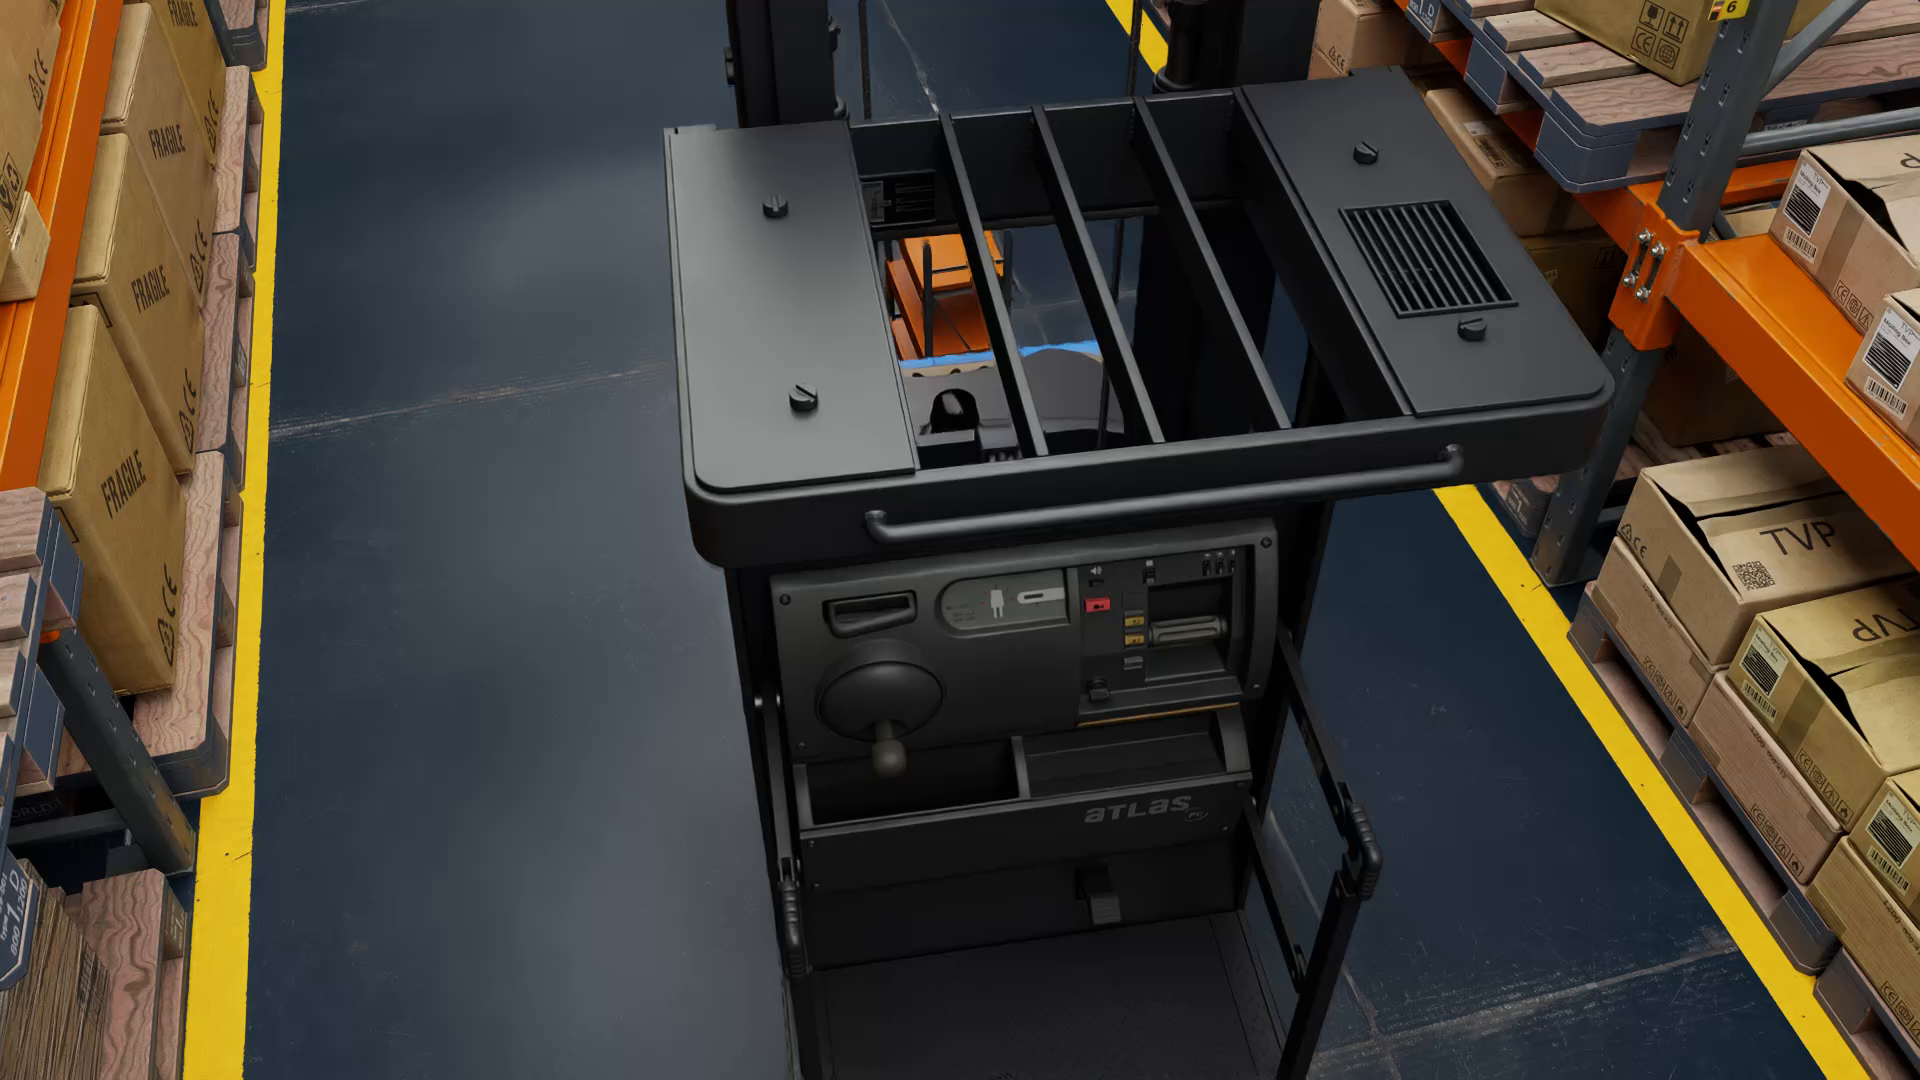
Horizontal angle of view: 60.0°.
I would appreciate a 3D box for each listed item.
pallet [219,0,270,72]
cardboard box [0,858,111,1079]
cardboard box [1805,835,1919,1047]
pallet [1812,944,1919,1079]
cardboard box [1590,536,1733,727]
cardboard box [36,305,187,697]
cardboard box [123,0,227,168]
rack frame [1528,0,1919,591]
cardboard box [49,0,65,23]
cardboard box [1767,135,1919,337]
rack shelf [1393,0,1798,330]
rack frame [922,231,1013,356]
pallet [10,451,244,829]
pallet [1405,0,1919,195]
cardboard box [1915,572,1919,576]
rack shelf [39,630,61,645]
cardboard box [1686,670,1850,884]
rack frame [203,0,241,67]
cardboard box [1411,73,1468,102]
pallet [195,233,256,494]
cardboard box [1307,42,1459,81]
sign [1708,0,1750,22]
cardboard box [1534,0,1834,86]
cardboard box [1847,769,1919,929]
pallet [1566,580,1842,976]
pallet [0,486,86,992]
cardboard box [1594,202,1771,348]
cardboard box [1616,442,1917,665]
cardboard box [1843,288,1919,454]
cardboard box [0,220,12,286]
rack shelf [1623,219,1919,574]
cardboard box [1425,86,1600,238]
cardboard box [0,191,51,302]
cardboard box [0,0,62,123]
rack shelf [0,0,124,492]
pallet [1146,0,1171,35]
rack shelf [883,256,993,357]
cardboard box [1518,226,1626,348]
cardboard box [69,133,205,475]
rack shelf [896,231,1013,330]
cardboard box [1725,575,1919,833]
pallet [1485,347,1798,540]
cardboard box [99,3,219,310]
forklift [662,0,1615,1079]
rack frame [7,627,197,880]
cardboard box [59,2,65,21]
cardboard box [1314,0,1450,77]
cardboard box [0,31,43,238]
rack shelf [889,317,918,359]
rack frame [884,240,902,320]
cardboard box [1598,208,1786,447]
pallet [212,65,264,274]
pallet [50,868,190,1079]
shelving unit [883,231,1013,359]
[{"bbox_3d":[-3.662,-2.446,7.499,1.003,0.211,1.213,-11,47,-10],"label":"pallet"},{"bbox_3d":[-2.284,1.087,3.526,0.700,0.500,0.500,-10,46,-10],"label":"cardboard box"},{"bbox_3d":[2.388,0.906,3.893,0.500,0.250,0.500,-12,47,-11],"label":"cardboard box"},{"bbox_3d":[2.751,1.363,3.767,1.003,0.211,1.213,-11,47,-10],"label":"pallet"},{"bbox_3d":[2.119,0.201,4.584,0.500,0.250,0.500,-11,47,-10],"label":"cardboard box"},{"bbox_3d":[-2.580,-0.047,4.407,0.750,0.750,0.750,-11,47,-11],"label":"cardboard box"},{"bbox_3d":[-3.251,-1.852,6.176,0.750,0.750,0.750,-10,46,-10],"label":"cardboard box"},{"bbox_3d":[2.269,-1.030,4.159,1.000,3.000,0.127,-11,47,-10],"label":"rack frame"},{"bbox_3d":[-2.788,-1.714,4.537,0.500,0.500,0.500,-10,46,-9],"label":"cardboard box"},{"bbox_3d":[2.320,-0.739,3.937,0.500,0.311,0.500,-8,46,-8],"label":"cardboard box"},{"bbox_3d":[1.757,-2.159,5.769,1.077,0.370,4.000,-11,47,-10],"label":"rack shelf"},{"bbox_3d":[0.020,-0.366,4.768,0.240,1.200,0.015,-11,47,-10],"label":"rack frame"},{"bbox_3d":[-2.648,0.297,4.811,1.003,0.211,1.213,-11,47,-10],"label":"pallet"},{"bbox_3d":[2.028,-1.418,4.673,1.213,0.211,1.003,-11,47,-10],"label":"pallet"},{"bbox_3d":[2.641,-0.094,4.480,0.500,0.311,0.500,-10,46,-9],"label":"cardboard box"},{"bbox_3d":[-2.007,1.511,2.172,1.077,0.370,4.000,-11,47,-10],"label":"rack shelf"},{"bbox_3d":[2.249,0.548,4.244,0.500,0.250,0.500,-12,47,-11],"label":"cardboard box"},{"bbox_3d":[-3.543,-2.883,5.975,1.000,3.000,0.127,-11,47,-10],"label":"rack frame"},{"bbox_3d":[1.670,-1.269,5.835,0.500,0.500,0.500,-12,47,-12],"label":"cardboard box"},{"bbox_3d":[-2.956,-0.544,5.635,1.003,0.211,1.213,-11,47,-10],"label":"pallet"},{"bbox_3d":[1.530,-1.630,6.189,0.500,0.500,0.500,-12,47,-12],"label":"cardboard box"},{"bbox_3d":[1.747,-1.301,3.670,0.100,0.325,0.005,-11,47,-10],"label":"sign"},{"bbox_3d":[1.999,-1.626,4.379,0.700,0.500,0.500,-26,51,-23],"label":"cardboard box"},{"bbox_3d":[2.390,0.719,3.684,0.500,0.311,0.500,-12,47,-11],"label":"cardboard box"},{"bbox_3d":[2.442,0.522,4.591,1.003,0.211,1.213,-11,47,-10],"label":"pallet"},{"bbox_3d":[-2.233,0.418,2.874,1.213,0.211,1.003,-11,47,-10],"label":"pallet"},{"bbox_3d":[2.289,-1.036,5.607,0.500,0.500,0.500,-12,47,-12],"label":"cardboard box"},{"bbox_3d":[2.119,0.005,4.384,0.500,0.311,0.500,-9,46,-9],"label":"cardboard box"},{"bbox_3d":[2.311,-0.345,3.551,0.500,0.311,0.500,-11,47,-11],"label":"cardboard box"},{"bbox_3d":[-2.396,-0.649,3.494,0.500,0.500,0.500,-9,46,-9],"label":"cardboard box"},{"bbox_3d":[2.781,0.603,3.062,1.077,0.370,4.000,-11,47,-10],"label":"rack shelf"},{"bbox_3d":[1.784,-1.212,5.255,0.500,0.250,0.500,-9,46,-9],"label":"cardboard box"},{"bbox_3d":[-2.421,-0.684,3.982,0.380,0.149,0.250,-9,46,-9],"label":"cardboard box"},{"bbox_3d":[-2.647,-1.356,4.186,0.500,0.500,0.500,-11,47,-10],"label":"cardboard box"},{"bbox_3d":[-3.031,-1.250,4.879,1.077,0.370,4.000,-11,47,-10],"label":"rack shelf"},{"bbox_3d":[1.490,-2.260,7.318,1.003,0.211,1.213,-11,47,-10],"label":"pallet"},{"bbox_3d":[-0.042,-0.644,4.822,0.258,0.148,0.480,-11,47,-10],"label":"rack shelf"},{"bbox_3d":[1.803,-0.911,5.485,0.500,0.500,0.500,-9,46,-9],"label":"cardboard box"},{"bbox_3d":[-2.798,-0.653,5.001,0.750,0.750,0.750,-11,47,-11],"label":"cardboard box"},{"bbox_3d":[-0.042,-0.809,4.653,0.258,0.148,0.480,-11,47,-10],"label":"rack shelf"},{"bbox_3d":[2.262,0.366,4.030,0.500,0.311,0.500,-12,47,-11],"label":"cardboard box"},{"bbox_3d":[2.114,-0.576,5.667,1.003,0.211,1.213,-11,47,-10],"label":"pallet"},{"bbox_3d":[-3.020,-1.239,5.575,0.750,0.750,0.750,-9,46,-9],"label":"cardboard box"},{"bbox_3d":[0.165,0.295,2.908,1.130,2.935,3.031,-7,46,-6],"label":"forklift"},{"bbox_3d":[-2.519,-0.121,3.269,1.000,3.000,0.127,-11,47,-10],"label":"rack frame"},{"bbox_3d":[-2.843,-1.550,4.830,0.380,0.149,0.250,-9,46,-9],"label":"cardboard box"},{"bbox_3d":[1.518,-1.918,5.946,0.500,0.250,0.500,-12,47,-11],"label":"cardboard box"},{"bbox_3d":[-2.521,-1.013,3.850,0.500,0.500,0.500,-9,46,-9],"label":"cardboard box"},{"bbox_3d":[-0.042,-0.487,4.982,0.258,0.148,0.480,-11,47,-10],"label":"rack shelf"},{"bbox_3d":[-0.105,-0.703,5.099,0.240,1.200,0.015,-11,47,-10],"label":"rack frame"},{"bbox_3d":[2.429,-0.675,5.254,0.500,0.500,0.500,-9,46,-9],"label":"cardboard box"},{"bbox_3d":[-3.272,-1.388,6.462,1.003,0.211,1.213,-11,47,-10],"label":"pallet"},{"bbox_3d":[-2.320,1.395,3.735,1.003,0.211,1.213,-11,47,-10],"label":"pallet"},{"bbox_3d":[-0.042,-0.534,4.933,0.258,1.200,0.503,-11,47,-10],"label":"shelving unit"}]
